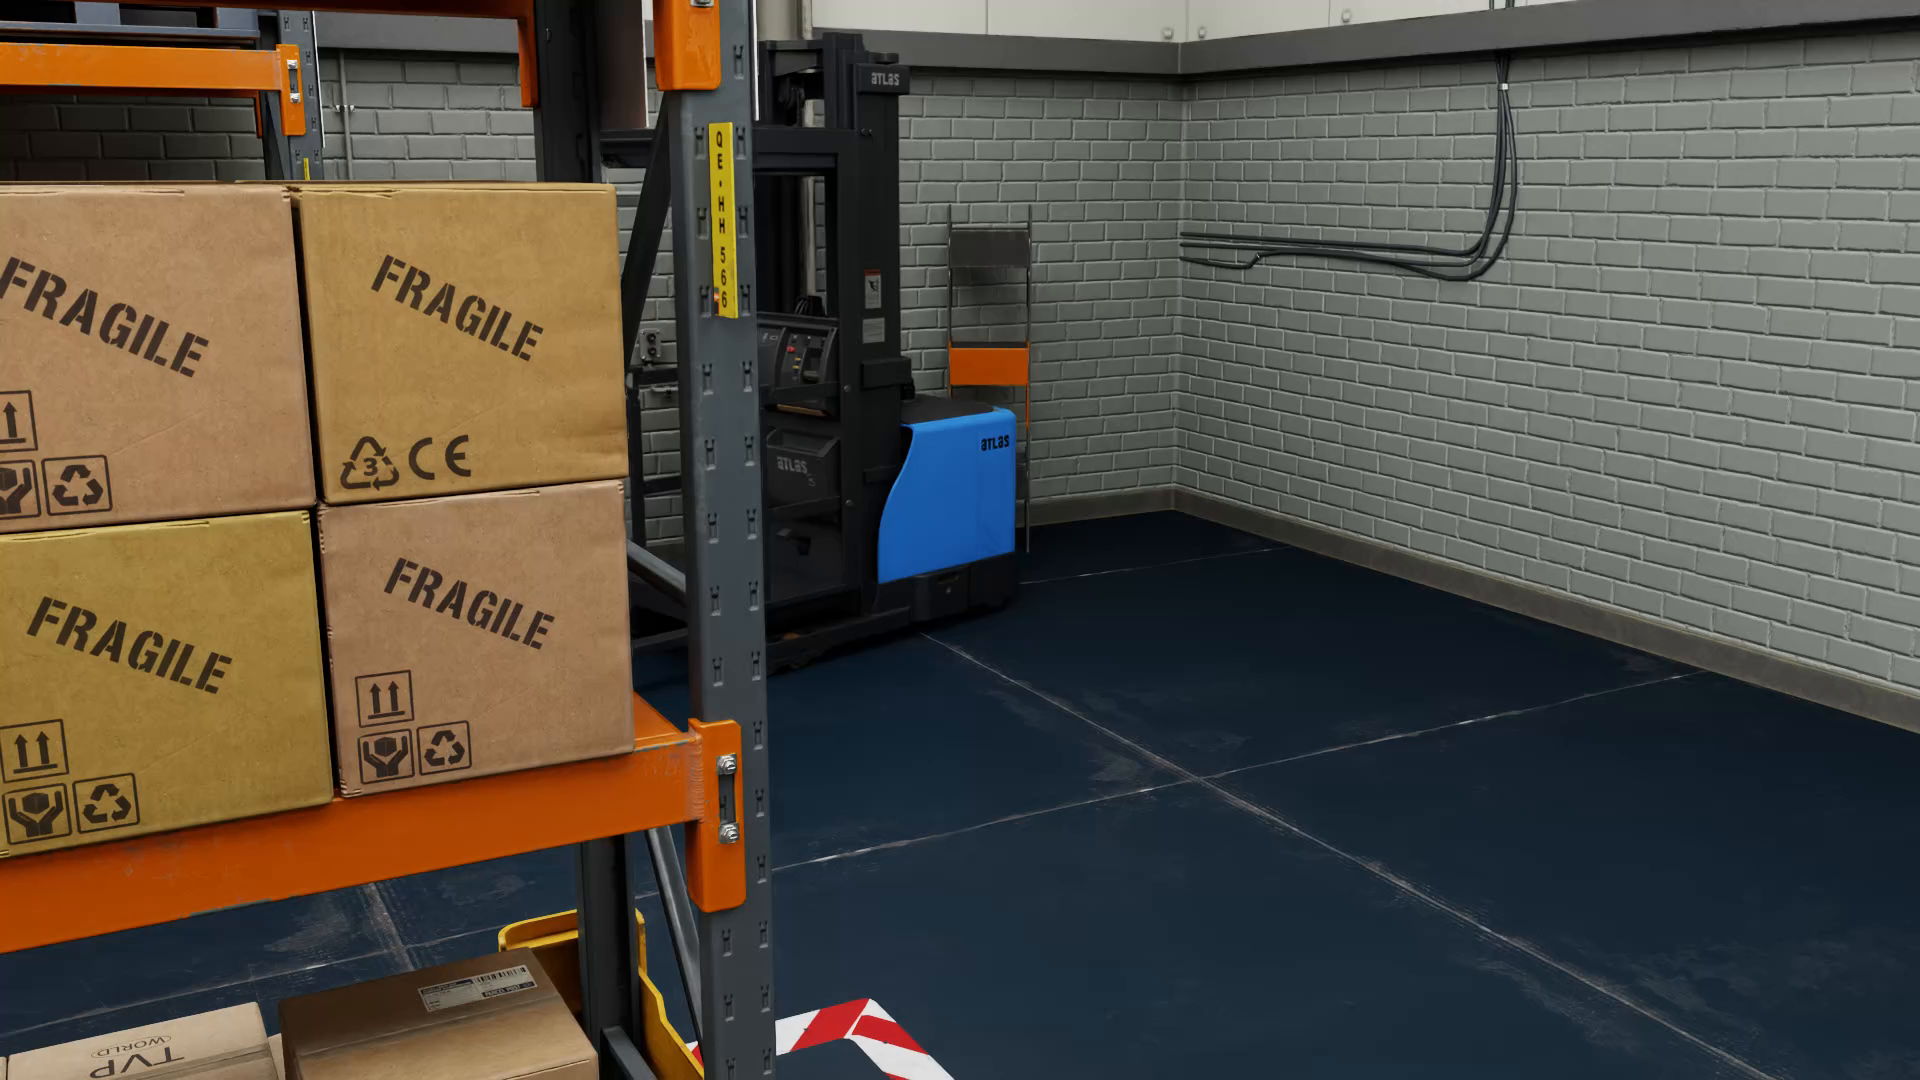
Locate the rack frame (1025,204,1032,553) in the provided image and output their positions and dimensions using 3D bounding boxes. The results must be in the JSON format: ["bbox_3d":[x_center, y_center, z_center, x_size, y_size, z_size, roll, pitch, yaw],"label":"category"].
[{"bbox_3d":[0.423,-0.989,10.221,0.015,2.100,0.400,0,13,1],"label":"rack frame"}]

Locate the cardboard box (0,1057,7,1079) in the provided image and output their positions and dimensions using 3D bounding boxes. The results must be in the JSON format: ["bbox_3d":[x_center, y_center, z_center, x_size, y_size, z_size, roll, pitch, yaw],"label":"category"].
[{"bbox_3d":[-2.144,1.300,3.263,0.500,0.250,0.500,-7,14,-28],"label":"cardboard box"}]

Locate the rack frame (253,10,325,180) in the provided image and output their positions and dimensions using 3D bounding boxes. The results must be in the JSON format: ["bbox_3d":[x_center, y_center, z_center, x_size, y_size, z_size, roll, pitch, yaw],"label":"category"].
[{"bbox_3d":[-3.030,-0.889,7.728,0.127,3.000,1.000,-7,14,-28],"label":"rack frame"}]

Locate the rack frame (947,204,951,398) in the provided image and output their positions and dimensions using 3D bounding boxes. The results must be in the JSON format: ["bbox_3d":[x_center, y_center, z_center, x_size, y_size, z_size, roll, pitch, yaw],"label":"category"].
[{"bbox_3d":[-0.065,-0.991,10.231,0.015,2.100,0.400,0,13,1],"label":"rack frame"}]

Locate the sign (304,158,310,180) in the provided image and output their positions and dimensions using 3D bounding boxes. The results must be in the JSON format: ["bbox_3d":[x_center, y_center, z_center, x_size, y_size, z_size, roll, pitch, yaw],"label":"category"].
[{"bbox_3d":[-2.782,-1.464,7.104,0.005,0.325,0.100,-7,14,-28],"label":"sign"}]

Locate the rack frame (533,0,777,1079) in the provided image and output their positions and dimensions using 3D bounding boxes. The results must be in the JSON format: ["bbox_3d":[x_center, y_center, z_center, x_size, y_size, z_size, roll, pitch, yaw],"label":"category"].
[{"bbox_3d":[-0.654,0.064,3.491,0.053,2.616,0.949,-7,14,-28],"label":"rack frame"}]

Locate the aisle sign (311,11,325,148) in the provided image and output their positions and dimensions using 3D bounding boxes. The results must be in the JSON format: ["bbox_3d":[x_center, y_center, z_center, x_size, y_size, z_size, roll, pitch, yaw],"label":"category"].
[{"bbox_3d":[-2.823,-2.107,7.220,0.004,0.787,0.394,-7,14,-28],"label":"aisle sign"}]

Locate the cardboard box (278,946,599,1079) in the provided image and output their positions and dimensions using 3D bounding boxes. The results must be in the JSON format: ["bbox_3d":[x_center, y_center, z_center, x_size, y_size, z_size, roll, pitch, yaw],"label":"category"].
[{"bbox_3d":[-1.012,1.175,3.249,0.500,0.500,0.500,-7,14,-28],"label":"cardboard box"}]

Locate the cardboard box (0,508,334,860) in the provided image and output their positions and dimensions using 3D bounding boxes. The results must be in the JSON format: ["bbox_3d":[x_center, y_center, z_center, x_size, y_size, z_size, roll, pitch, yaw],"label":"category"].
[{"bbox_3d":[-1.369,0.171,2.789,0.500,0.500,0.500,-7,14,-27],"label":"cardboard box"}]

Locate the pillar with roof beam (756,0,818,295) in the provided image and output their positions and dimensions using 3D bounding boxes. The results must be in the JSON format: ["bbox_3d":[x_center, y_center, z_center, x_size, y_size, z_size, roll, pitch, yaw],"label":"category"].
[{"bbox_3d":[0.988,-3.437,5.386,0.400,9.000,9.100,-7,14,-28],"label":"pillar with roof beam"}]

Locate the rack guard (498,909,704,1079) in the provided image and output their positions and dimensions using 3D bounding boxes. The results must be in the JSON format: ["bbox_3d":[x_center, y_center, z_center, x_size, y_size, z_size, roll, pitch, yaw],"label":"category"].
[{"bbox_3d":[-0.720,1.293,3.727,0.348,0.500,1.175,-7,14,-28],"label":"rack guard"}]

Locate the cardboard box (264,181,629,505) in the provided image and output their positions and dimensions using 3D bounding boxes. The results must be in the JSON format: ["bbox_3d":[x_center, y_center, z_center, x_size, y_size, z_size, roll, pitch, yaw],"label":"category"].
[{"bbox_3d":[-0.912,-0.372,2.924,0.500,0.500,0.500,-7,14,-28],"label":"cardboard box"}]

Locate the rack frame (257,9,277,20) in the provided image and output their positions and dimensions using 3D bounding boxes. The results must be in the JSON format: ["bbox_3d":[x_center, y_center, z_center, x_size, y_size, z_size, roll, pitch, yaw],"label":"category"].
[{"bbox_3d":[-3.030,-3.816,7.070,0.127,3.000,1.000,-7,14,-28],"label":"rack frame"}]

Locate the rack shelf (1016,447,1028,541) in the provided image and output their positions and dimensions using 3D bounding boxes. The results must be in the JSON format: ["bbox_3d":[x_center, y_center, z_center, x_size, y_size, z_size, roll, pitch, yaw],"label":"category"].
[{"bbox_3d":[0.179,-0.294,10.383,0.480,0.518,0.431,0,13,1],"label":"rack shelf"}]

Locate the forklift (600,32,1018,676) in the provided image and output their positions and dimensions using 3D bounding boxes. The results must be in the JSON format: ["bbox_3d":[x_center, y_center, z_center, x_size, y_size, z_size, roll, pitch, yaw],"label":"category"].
[{"bbox_3d":[-1.079,-0.919,8.016,1.130,2.935,3.031,12,18,43],"label":"forklift"}]

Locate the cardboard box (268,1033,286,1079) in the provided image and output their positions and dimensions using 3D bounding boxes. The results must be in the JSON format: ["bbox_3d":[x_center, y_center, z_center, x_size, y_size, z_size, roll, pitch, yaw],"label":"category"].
[{"bbox_3d":[-1.404,1.237,3.733,0.250,0.166,0.380,-7,14,-28],"label":"cardboard box"}]

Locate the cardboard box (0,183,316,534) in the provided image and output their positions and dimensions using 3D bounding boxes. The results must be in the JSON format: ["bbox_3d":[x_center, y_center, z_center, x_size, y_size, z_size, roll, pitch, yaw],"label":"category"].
[{"bbox_3d":[-1.355,-0.318,2.687,0.500,0.500,0.500,-6,14,-26],"label":"cardboard box"}]

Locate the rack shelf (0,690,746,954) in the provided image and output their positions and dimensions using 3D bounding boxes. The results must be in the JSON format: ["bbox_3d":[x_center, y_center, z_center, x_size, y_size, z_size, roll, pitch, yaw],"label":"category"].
[{"bbox_3d":[-2.408,0.626,2.632,4.000,0.370,1.077,-7,14,-28],"label":"rack shelf"}]

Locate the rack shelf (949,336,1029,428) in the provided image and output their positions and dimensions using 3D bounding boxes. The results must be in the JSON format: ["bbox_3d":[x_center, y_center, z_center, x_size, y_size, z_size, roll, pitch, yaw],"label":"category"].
[{"bbox_3d":[0.179,-0.977,10.229,0.480,0.518,0.431,0,13,1],"label":"rack shelf"}]

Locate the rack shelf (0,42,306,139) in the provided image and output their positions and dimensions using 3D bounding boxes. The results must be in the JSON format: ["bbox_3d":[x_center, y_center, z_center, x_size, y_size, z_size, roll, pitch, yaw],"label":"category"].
[{"bbox_3d":[-4.785,-1.791,6.543,4.000,0.370,1.077,-7,14,-28],"label":"rack shelf"}]

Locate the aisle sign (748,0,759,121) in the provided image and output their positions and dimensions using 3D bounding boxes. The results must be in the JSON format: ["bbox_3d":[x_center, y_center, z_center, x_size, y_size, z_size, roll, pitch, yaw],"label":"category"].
[{"bbox_3d":[-0.446,-1.151,2.972,0.004,0.787,0.394,-7,14,-28],"label":"aisle sign"}]

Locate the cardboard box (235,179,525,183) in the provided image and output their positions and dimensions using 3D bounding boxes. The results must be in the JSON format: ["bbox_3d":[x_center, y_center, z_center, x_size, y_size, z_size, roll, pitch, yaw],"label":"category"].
[{"bbox_3d":[-1.169,-0.476,3.386,0.500,0.500,0.500,-6,14,-26],"label":"cardboard box"}]

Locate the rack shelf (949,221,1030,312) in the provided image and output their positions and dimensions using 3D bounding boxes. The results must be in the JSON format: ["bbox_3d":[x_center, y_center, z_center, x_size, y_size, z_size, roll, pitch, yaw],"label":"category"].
[{"bbox_3d":[0.179,-1.660,10.075,0.480,0.518,0.431,0,13,1],"label":"rack shelf"}]

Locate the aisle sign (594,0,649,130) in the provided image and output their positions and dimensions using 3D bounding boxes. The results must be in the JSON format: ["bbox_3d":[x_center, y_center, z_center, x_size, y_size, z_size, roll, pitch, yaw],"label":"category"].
[{"bbox_3d":[-0.734,-1.267,3.486,0.004,0.787,0.394,-7,14,-28],"label":"aisle sign"}]

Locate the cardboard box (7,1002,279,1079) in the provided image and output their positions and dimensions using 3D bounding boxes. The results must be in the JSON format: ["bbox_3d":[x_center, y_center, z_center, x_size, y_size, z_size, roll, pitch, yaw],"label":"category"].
[{"bbox_3d":[-1.705,1.247,3.497,0.500,0.250,0.500,-7,14,-28],"label":"cardboard box"}]

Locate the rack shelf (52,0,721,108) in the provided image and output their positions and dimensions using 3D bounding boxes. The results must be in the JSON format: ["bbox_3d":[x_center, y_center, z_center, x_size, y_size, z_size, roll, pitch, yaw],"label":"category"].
[{"bbox_3d":[-2.408,-0.837,2.303,4.000,0.370,1.077,-7,14,-28],"label":"rack shelf"}]

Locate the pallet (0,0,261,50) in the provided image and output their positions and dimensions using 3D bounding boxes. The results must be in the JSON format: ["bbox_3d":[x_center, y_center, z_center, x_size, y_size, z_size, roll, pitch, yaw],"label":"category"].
[{"bbox_3d":[-3.676,-2.229,7.053,1.213,0.211,1.003,-7,14,-28],"label":"pallet"}]

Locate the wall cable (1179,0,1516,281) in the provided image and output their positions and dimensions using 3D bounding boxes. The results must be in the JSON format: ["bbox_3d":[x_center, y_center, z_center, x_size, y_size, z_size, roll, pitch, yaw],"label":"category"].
[{"bbox_3d":[2.106,-2.827,9.748,0.112,2.526,3.097,-7,14,-28],"label":"wall cable"}]

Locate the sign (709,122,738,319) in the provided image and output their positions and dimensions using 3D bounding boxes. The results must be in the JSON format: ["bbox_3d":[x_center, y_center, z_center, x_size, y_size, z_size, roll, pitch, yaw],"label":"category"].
[{"bbox_3d":[-0.405,-0.545,2.842,0.005,0.325,0.100,-7,14,-28],"label":"sign"}]

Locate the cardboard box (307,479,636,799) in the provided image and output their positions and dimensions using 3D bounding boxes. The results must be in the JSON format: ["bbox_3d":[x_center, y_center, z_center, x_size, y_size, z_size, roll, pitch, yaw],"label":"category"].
[{"bbox_3d":[-0.916,0.116,3.035,0.500,0.500,0.500,-6,14,-26],"label":"cardboard box"}]

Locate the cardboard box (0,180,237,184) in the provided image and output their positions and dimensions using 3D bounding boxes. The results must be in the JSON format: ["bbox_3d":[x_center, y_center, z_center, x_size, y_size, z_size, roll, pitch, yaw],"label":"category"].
[{"bbox_3d":[-1.624,-0.419,3.135,0.500,0.500,0.500,-7,14,-27],"label":"cardboard box"}]

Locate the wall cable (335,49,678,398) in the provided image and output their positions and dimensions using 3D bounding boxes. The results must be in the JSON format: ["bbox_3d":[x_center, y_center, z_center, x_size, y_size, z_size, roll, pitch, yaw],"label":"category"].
[{"bbox_3d":[-2.359,-1.702,9.025,1.851,1.984,0.084,-7,14,-28],"label":"wall cable"}]

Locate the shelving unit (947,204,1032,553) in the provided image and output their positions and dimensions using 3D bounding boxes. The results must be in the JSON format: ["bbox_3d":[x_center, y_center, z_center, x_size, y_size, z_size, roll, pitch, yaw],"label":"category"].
[{"bbox_3d":[0.179,-0.990,10.226,0.503,2.100,0.431,0,13,1],"label":"shelving unit"}]
